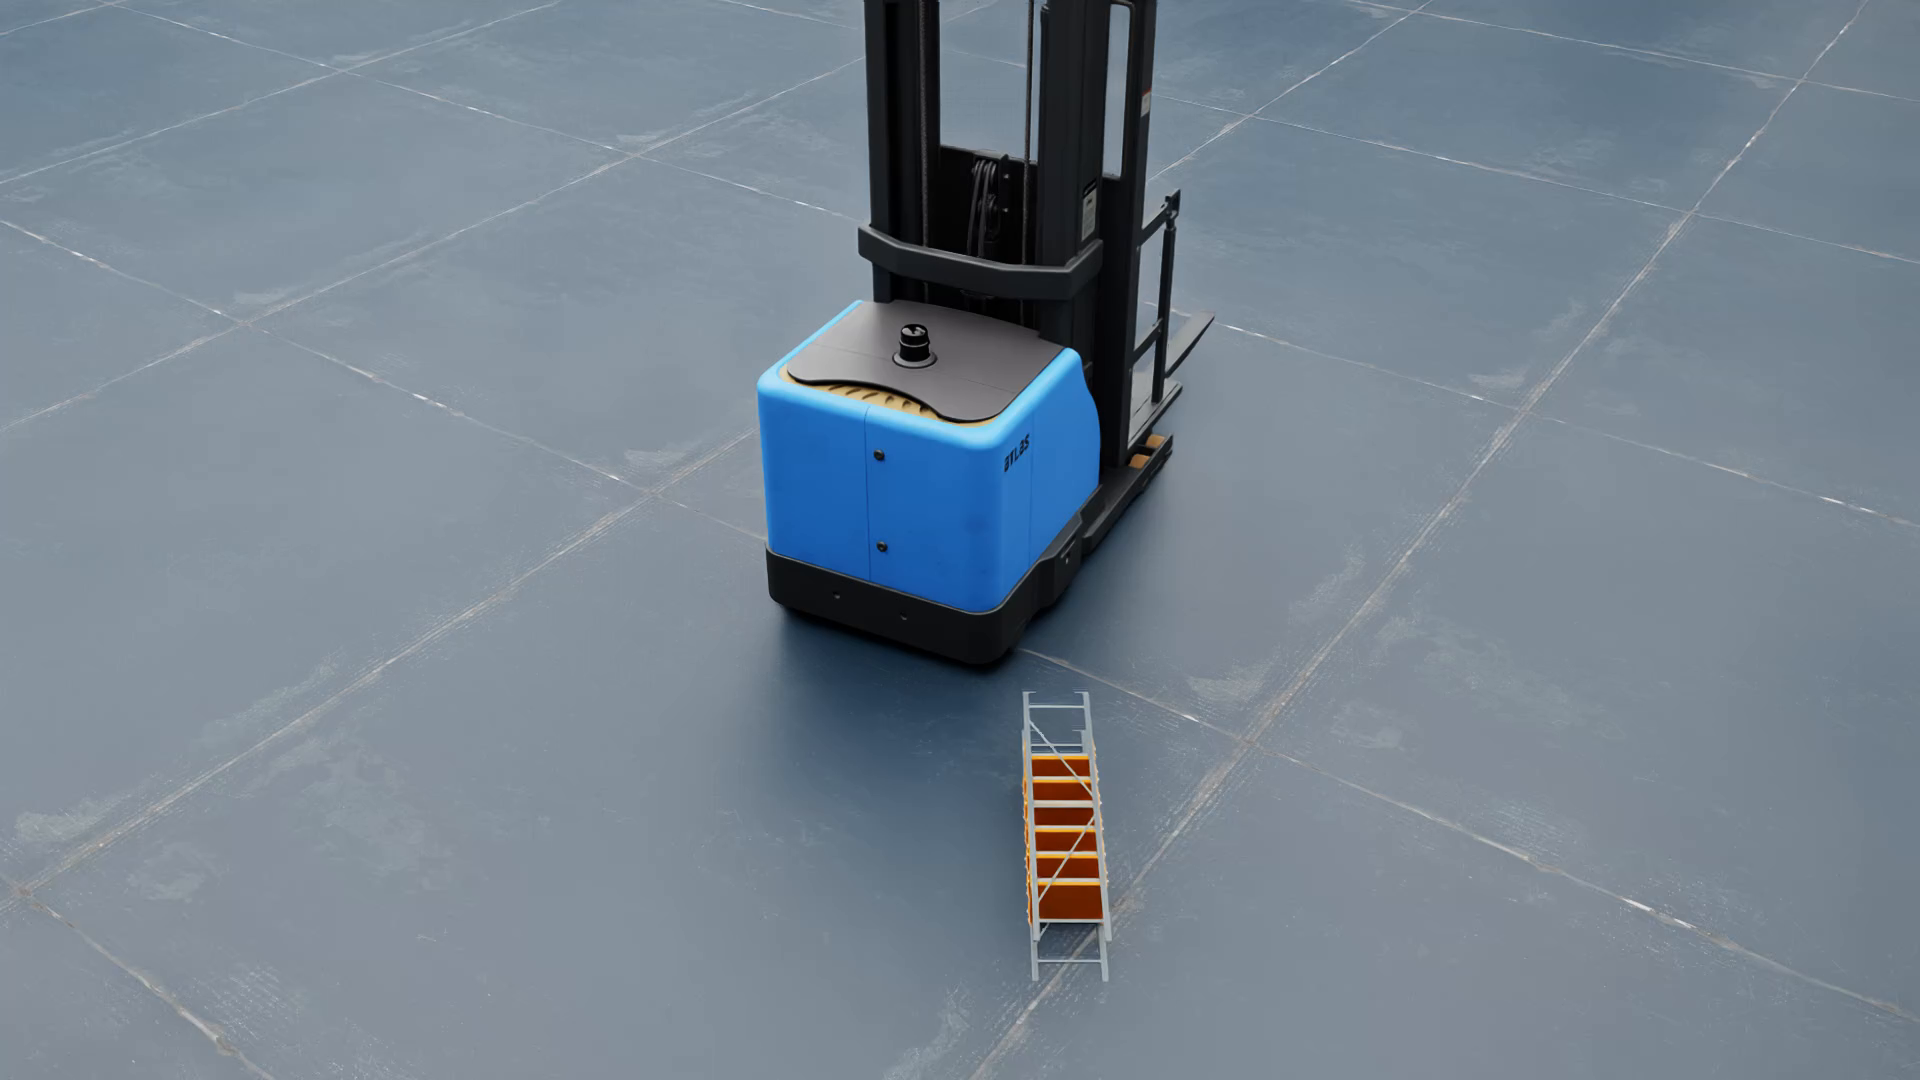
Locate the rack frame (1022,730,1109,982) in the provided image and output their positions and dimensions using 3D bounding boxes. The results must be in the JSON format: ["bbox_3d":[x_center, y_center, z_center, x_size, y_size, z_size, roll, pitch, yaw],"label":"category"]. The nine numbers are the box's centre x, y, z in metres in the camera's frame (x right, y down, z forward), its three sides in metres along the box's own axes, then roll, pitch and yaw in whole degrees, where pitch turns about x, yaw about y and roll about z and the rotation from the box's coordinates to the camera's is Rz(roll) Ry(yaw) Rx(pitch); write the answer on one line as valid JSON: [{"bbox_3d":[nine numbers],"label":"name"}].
[{"bbox_3d":[0.348,1.045,5.695,0.240,0.006,1.200,0,34,0],"label":"rack frame"}]

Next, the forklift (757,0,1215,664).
[{"bbox_3d":[0.335,-1.543,6.916,1.130,2.935,3.031,16,37,22],"label":"forklift"}]

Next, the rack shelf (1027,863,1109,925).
[{"bbox_3d":[0.347,1.146,5.383,0.258,0.180,0.103,0,34,0],"label":"rack shelf"}]

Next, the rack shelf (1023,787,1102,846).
[{"bbox_3d":[0.348,0.944,5.681,0.258,0.180,0.103,0,34,0],"label":"rack shelf"}]

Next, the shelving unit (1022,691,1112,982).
[{"bbox_3d":[0.348,0.969,5.644,0.258,0.189,1.200,0,34,0],"label":"shelving unit"}]

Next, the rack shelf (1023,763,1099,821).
[{"bbox_3d":[0.349,0.877,5.780,0.258,0.180,0.103,0,34,0],"label":"rack shelf"}]

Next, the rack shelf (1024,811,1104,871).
[{"bbox_3d":[0.348,1.012,5.581,0.258,0.180,0.103,0,34,0],"label":"rack shelf"}]

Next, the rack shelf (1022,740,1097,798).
[{"bbox_3d":[0.349,0.810,5.880,0.258,0.180,0.103,0,34,0],"label":"rack shelf"}]

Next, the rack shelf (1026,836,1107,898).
[{"bbox_3d":[0.347,1.079,5.482,0.258,0.180,0.103,0,34,0],"label":"rack shelf"}]

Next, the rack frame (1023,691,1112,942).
[{"bbox_3d":[0.348,0.893,5.593,0.240,0.006,1.200,0,34,0],"label":"rack frame"}]
